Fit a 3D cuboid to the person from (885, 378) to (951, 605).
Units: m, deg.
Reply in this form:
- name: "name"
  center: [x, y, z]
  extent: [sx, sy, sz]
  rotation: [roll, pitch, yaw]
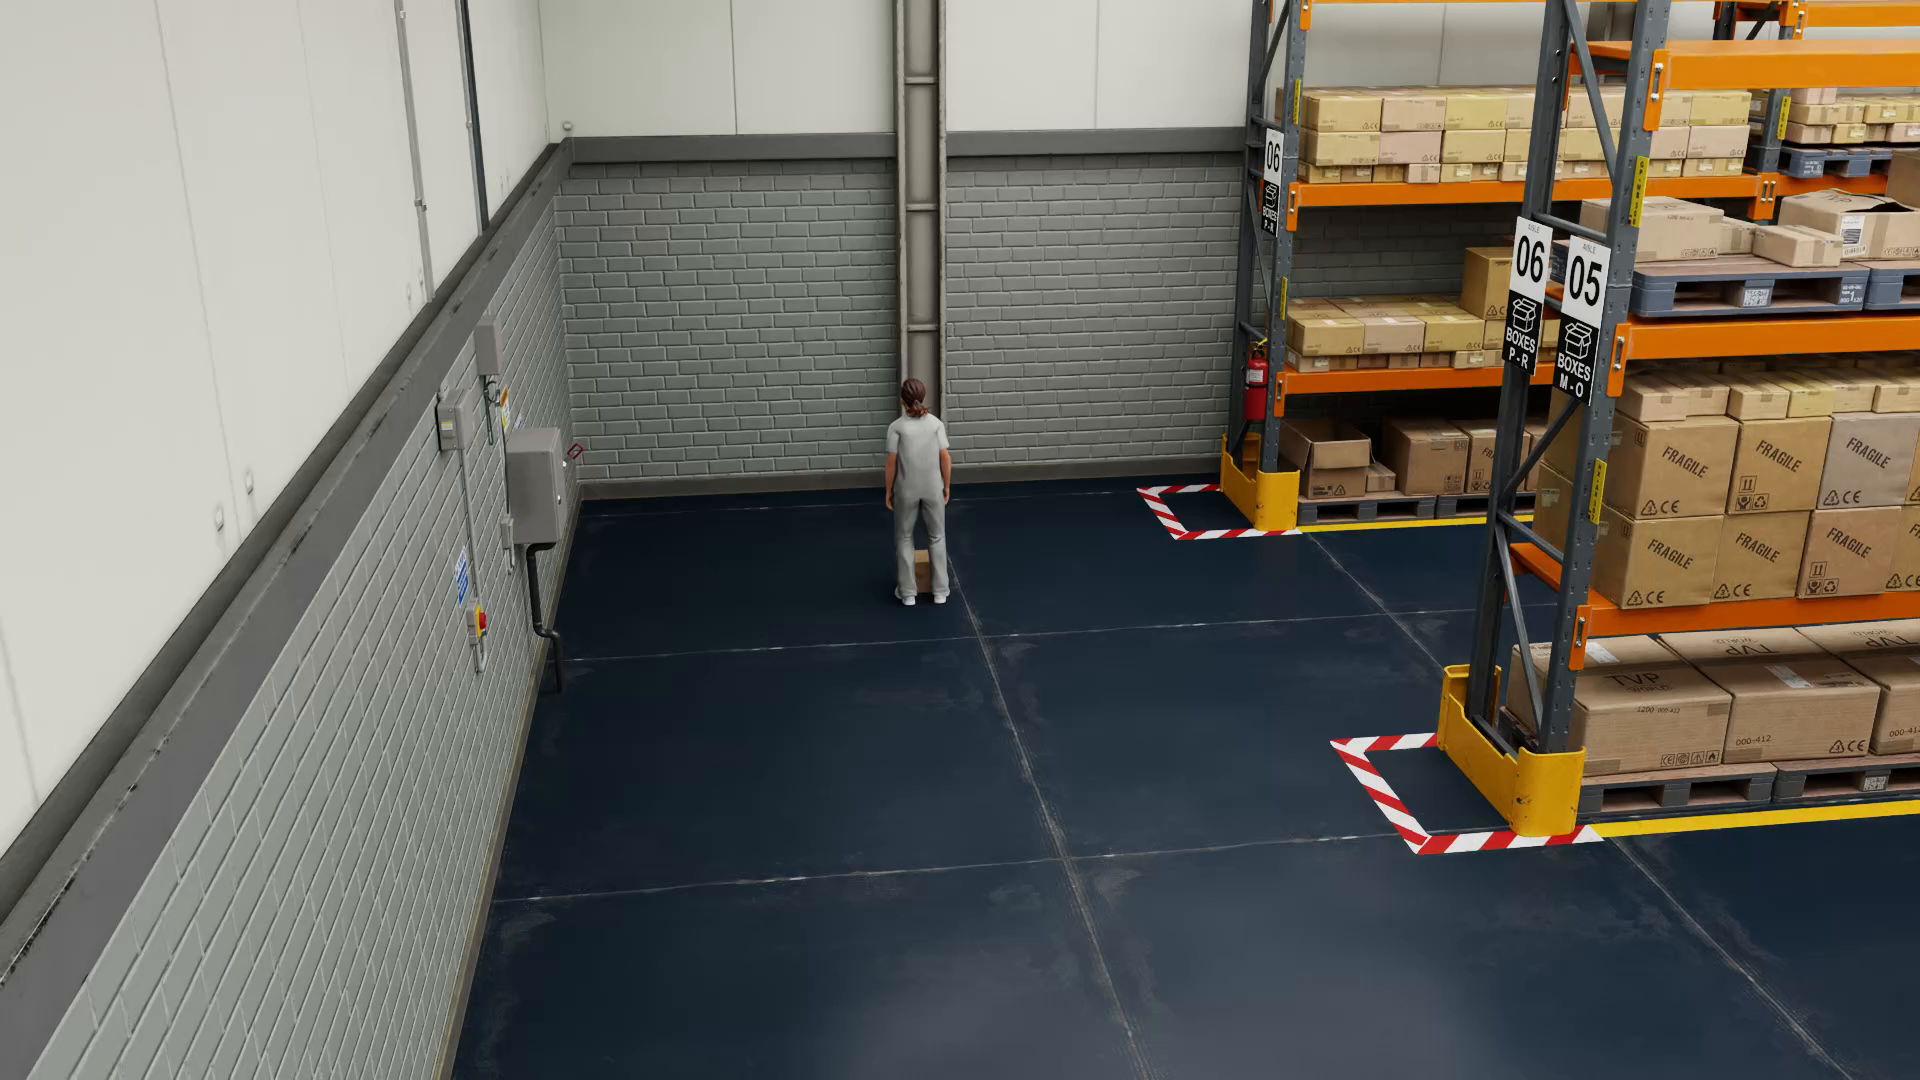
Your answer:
- name: "person"
  center: [-0.302, -0.344, 12.018]
  extent: [0.498, 1.671, 0.363]
  rotation: [-4, 20, -10]
